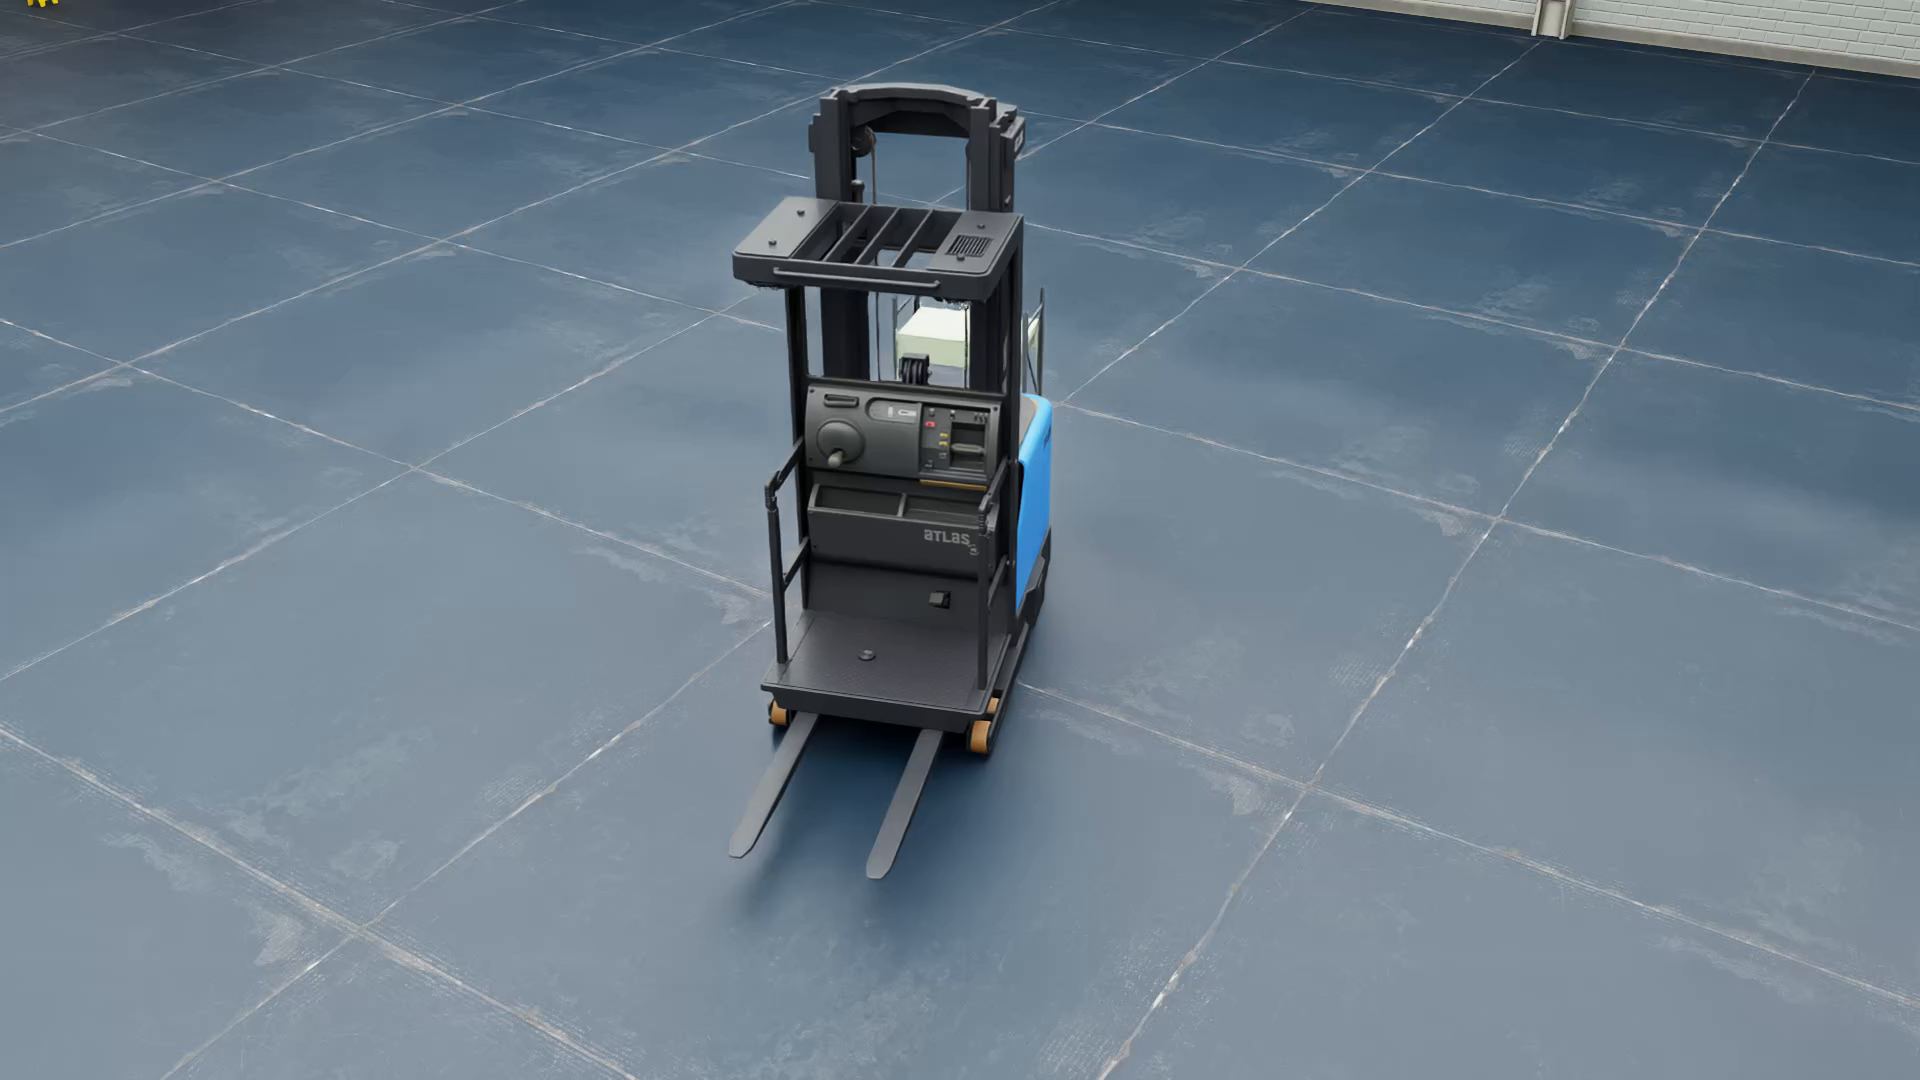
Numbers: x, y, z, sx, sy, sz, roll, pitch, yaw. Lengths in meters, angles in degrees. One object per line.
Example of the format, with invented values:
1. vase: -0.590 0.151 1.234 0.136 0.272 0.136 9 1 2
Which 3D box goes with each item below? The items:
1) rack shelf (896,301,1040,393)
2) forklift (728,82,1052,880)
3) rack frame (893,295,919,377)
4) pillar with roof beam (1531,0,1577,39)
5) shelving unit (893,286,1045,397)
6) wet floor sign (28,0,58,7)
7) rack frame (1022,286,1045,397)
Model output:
1. rack shelf: 0.052 -1.045 9.278 0.720 0.370 0.431 9 31 14
2. forklift: -0.317 -0.447 7.608 1.130 2.935 3.031 7 31 11
3. rack frame: -0.299 -0.761 9.565 0.023 1.500 0.400 9 31 14
4. pillar with roof beam: 4.943 -8.238 14.941 0.400 9.000 9.100 18 35 27
5. shelving unit: 0.052 -0.708 9.475 0.755 1.500 0.431 9 31 14
6. wet floor sign: -12.008 -7.297 21.617 0.232 0.644 0.267 12 32 19
7. rack frame: 0.402 -0.655 9.384 0.023 1.500 0.400 9 31 14
